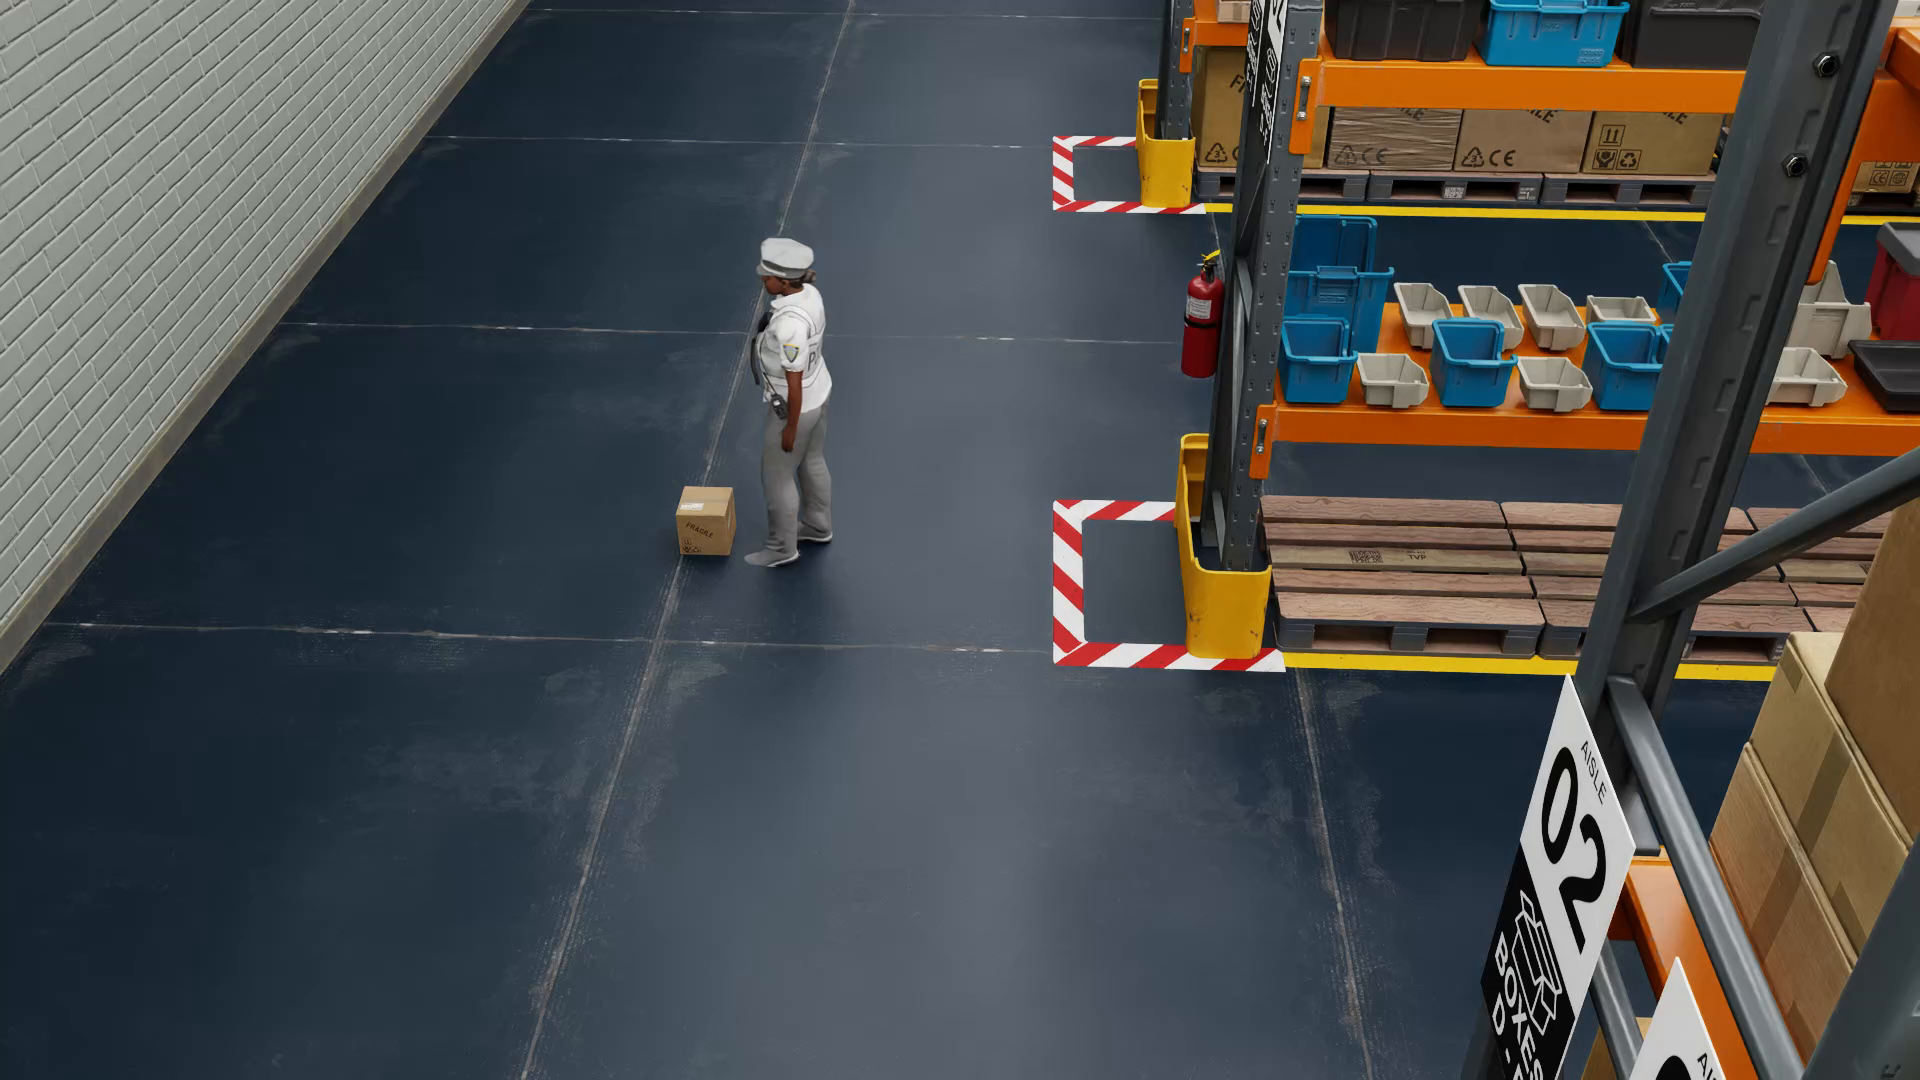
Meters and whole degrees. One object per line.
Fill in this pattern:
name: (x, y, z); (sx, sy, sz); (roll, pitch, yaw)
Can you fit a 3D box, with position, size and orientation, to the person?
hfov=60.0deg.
person: (-0.845, -0.658, 8.033); (0.442, 1.714, 0.496); (6, 36, 9)
